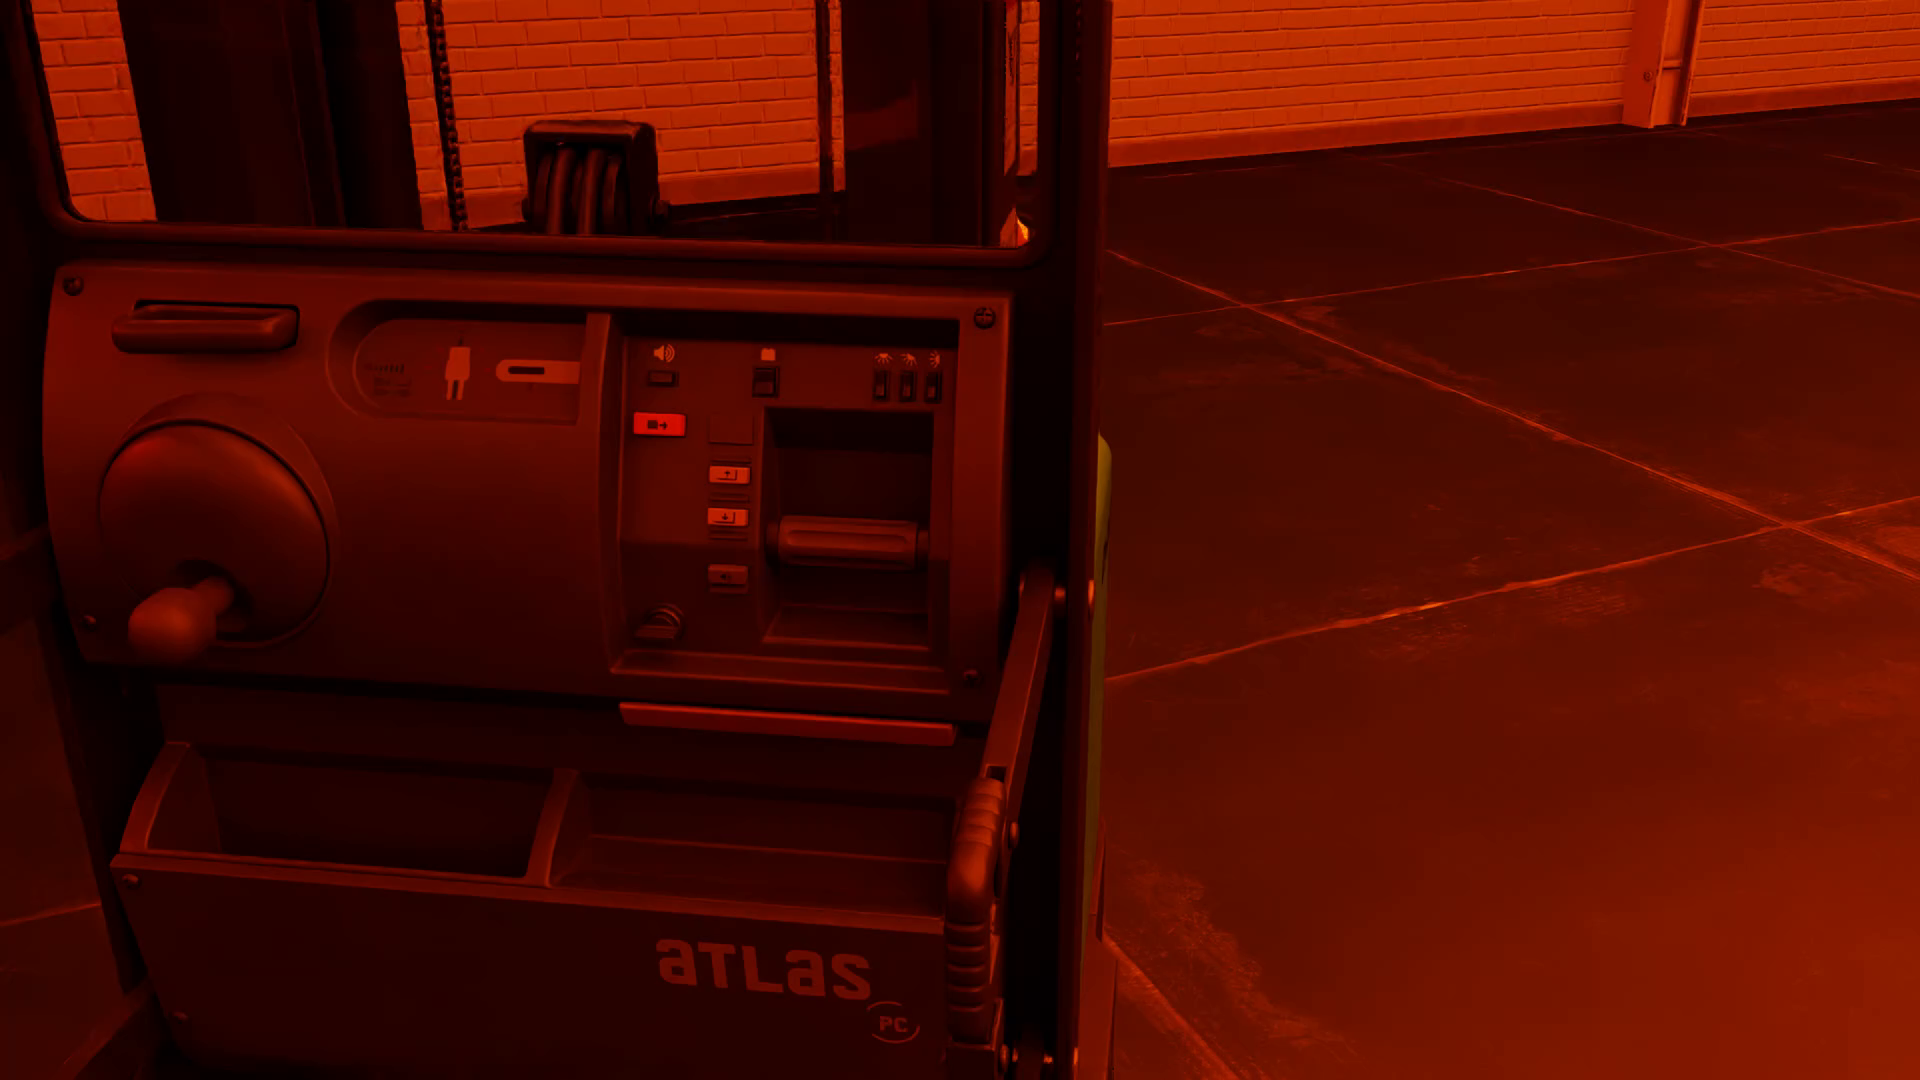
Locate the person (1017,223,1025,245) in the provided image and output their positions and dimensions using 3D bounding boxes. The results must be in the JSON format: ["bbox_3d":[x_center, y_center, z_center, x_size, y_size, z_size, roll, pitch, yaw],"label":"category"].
[{"bbox_3d":[0.069,-0.837,4.785,0.574,1.779,0.656,-10,25,-23],"label":"person"}]

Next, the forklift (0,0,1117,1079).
[{"bbox_3d":[-0.445,-0.034,1.367,1.130,2.935,3.031,3,23,7],"label":"forklift"}]
